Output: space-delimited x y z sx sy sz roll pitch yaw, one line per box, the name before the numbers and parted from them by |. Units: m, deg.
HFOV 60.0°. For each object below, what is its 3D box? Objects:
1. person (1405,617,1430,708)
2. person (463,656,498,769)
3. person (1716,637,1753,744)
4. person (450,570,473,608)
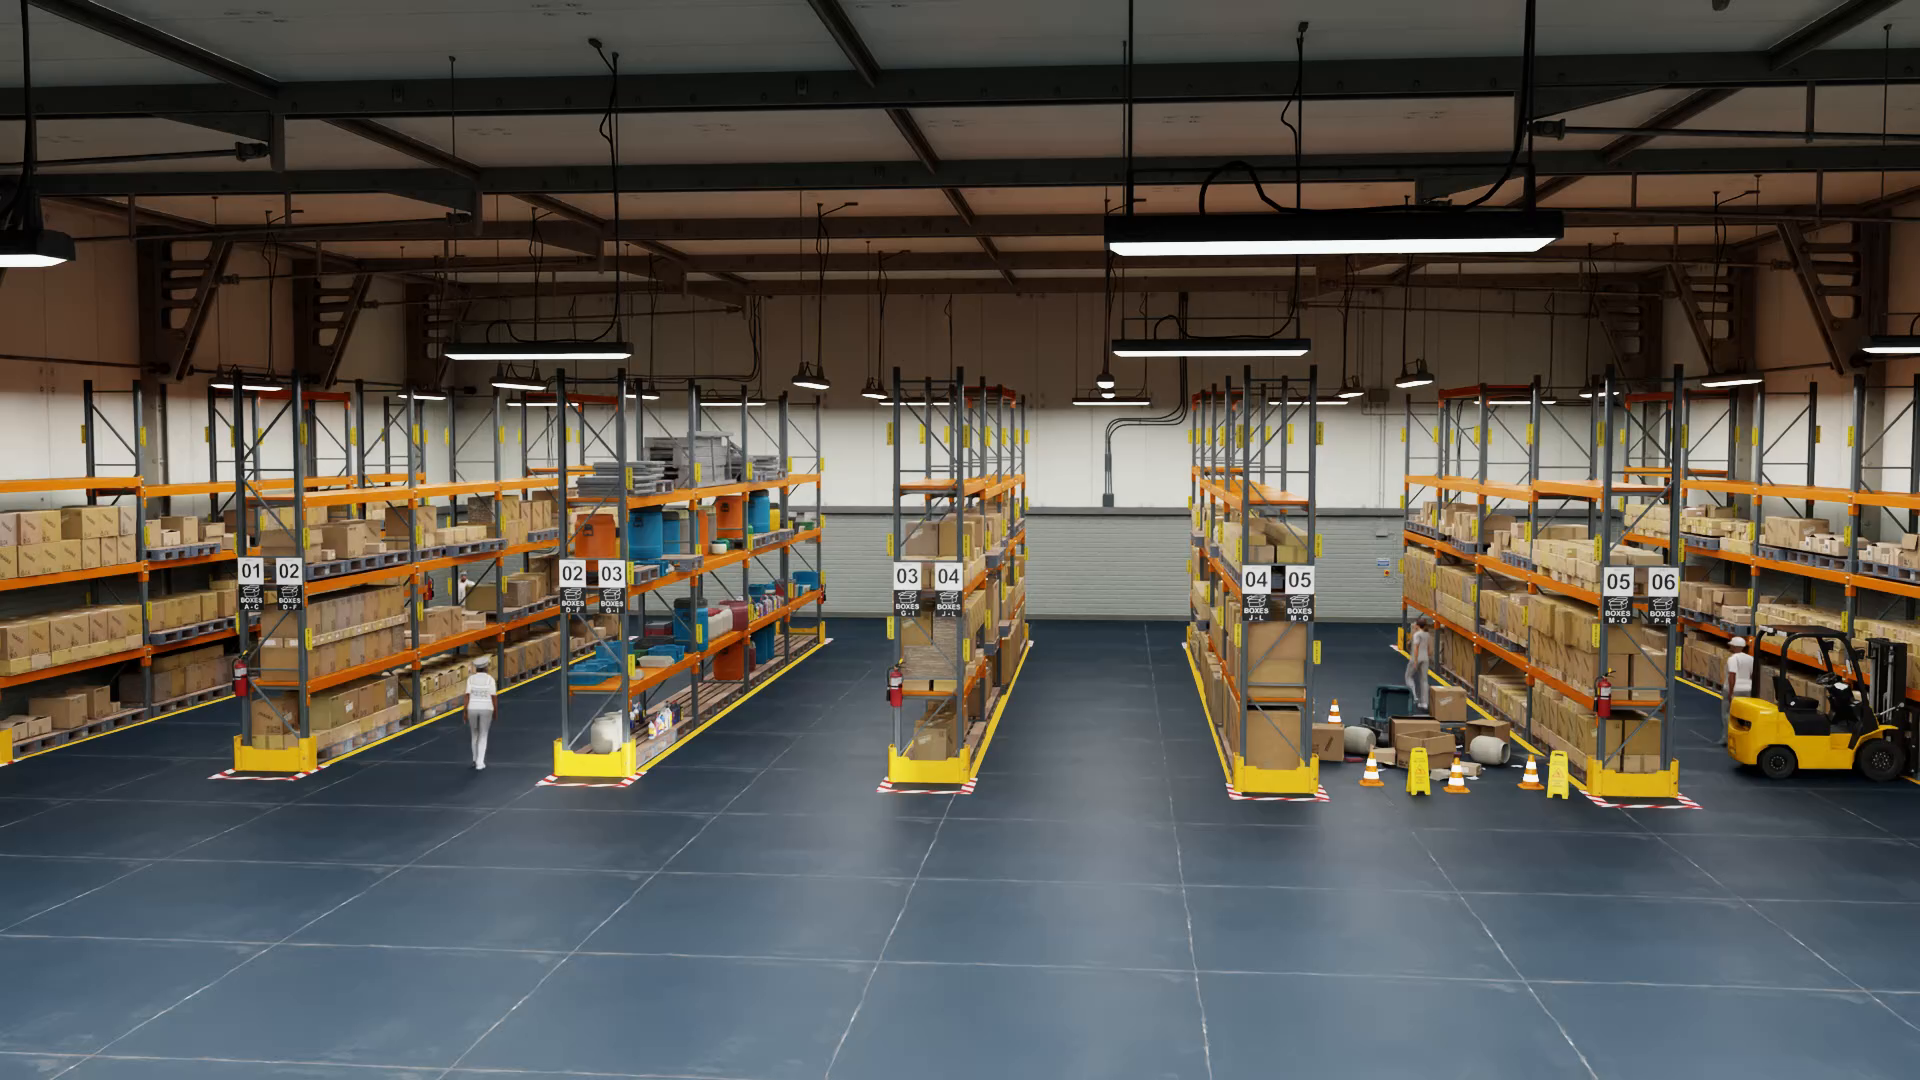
person | 8.510 2.276 30.684 0.455 1.690 0.543 -1 4 -12
person | -7.230 2.630 25.079 0.500 1.728 0.612 0 4 -4
person | 12.615 2.476 26.887 0.541 1.809 0.602 0 4 -2
person | -12.288 1.573 41.033 0.526 1.699 1.077 1 4 9
